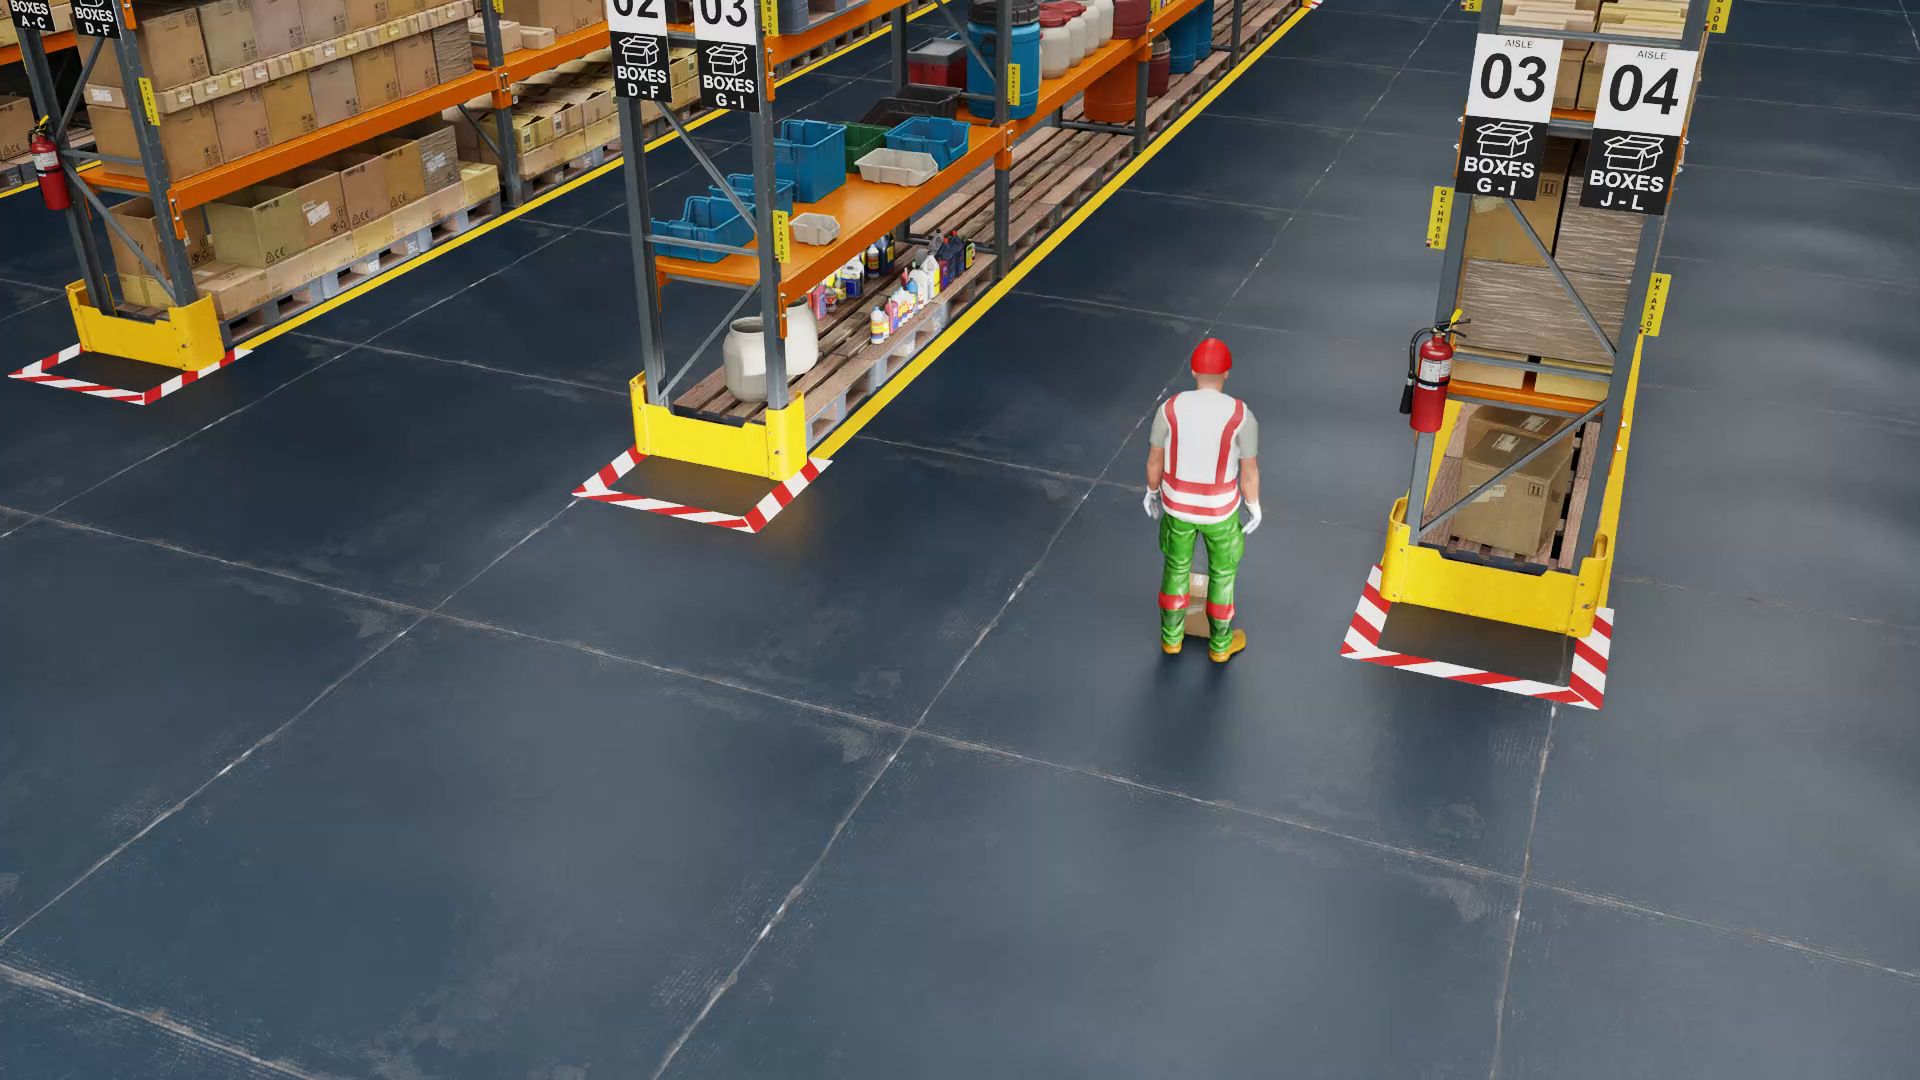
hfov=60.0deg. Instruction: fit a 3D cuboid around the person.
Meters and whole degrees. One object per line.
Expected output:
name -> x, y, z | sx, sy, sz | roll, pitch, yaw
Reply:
person -> 1.272, -0.197, 8.738 | 0.623, 1.777, 0.449 | 10, 31, 17
